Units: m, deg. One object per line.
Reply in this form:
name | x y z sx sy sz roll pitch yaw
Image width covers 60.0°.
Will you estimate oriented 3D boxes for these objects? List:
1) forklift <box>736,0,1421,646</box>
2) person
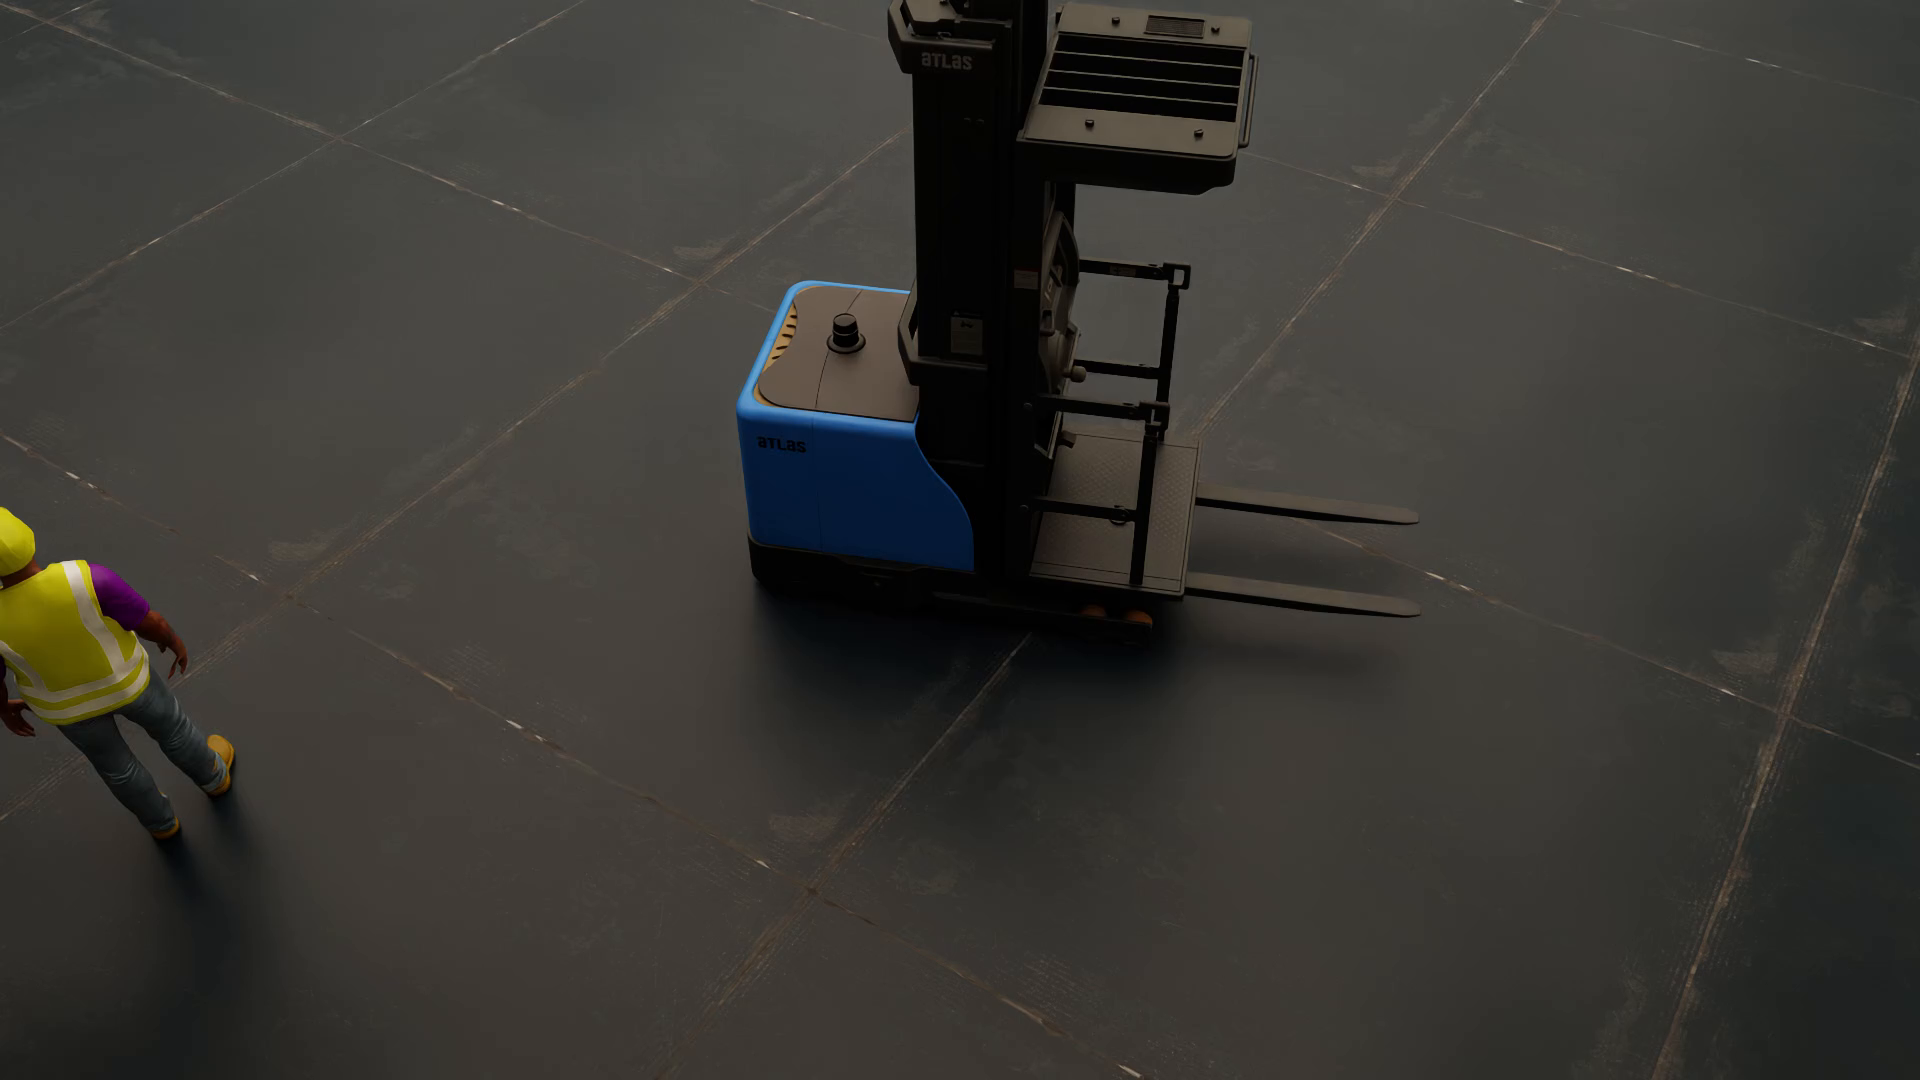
forklift | 0.598 -0.987 6.890 3.031 2.935 1.130 7 44 8
person | -3.239 0.479 6.179 0.666 1.765 0.578 -22 48 -21
